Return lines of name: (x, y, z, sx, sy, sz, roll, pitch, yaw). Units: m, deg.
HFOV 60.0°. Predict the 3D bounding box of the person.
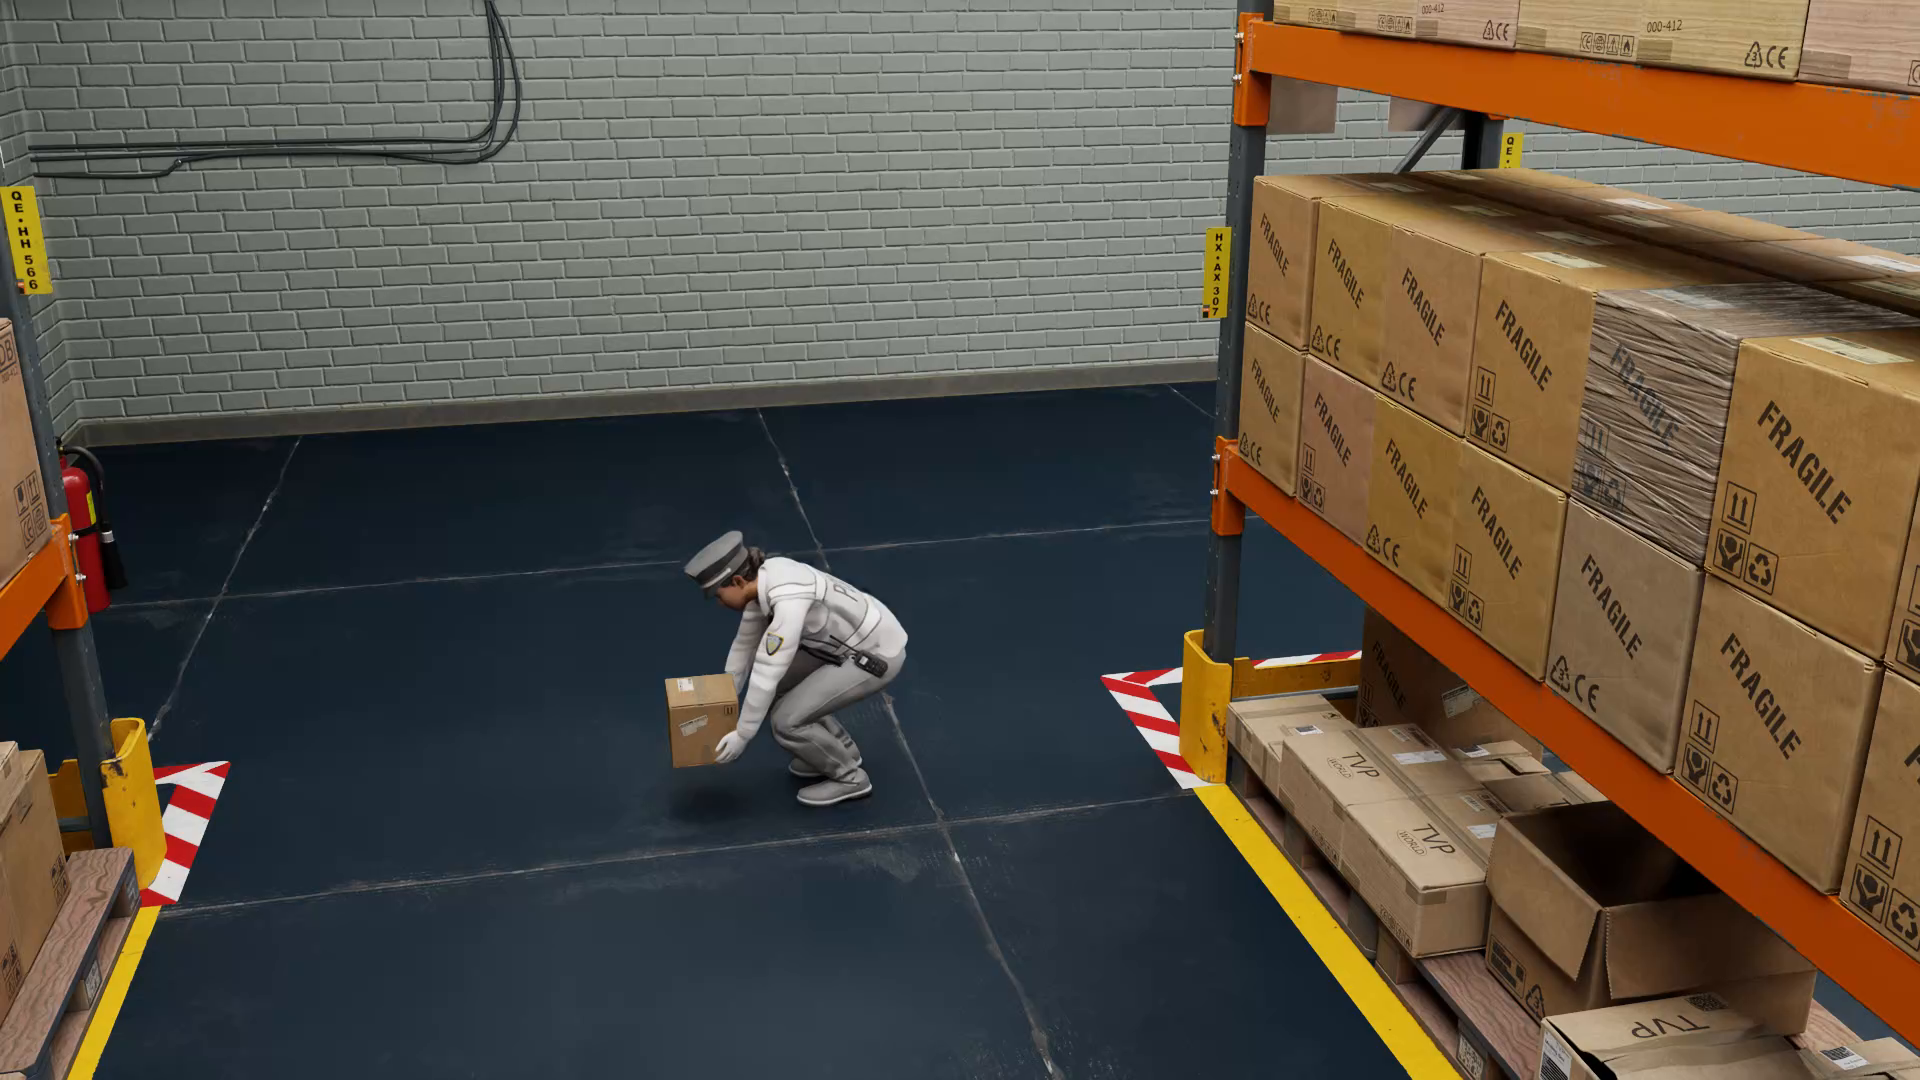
person: (-0.597, 0.459, 6.175, 0.815, 1.073, 0.504, -5, 20, -13)
